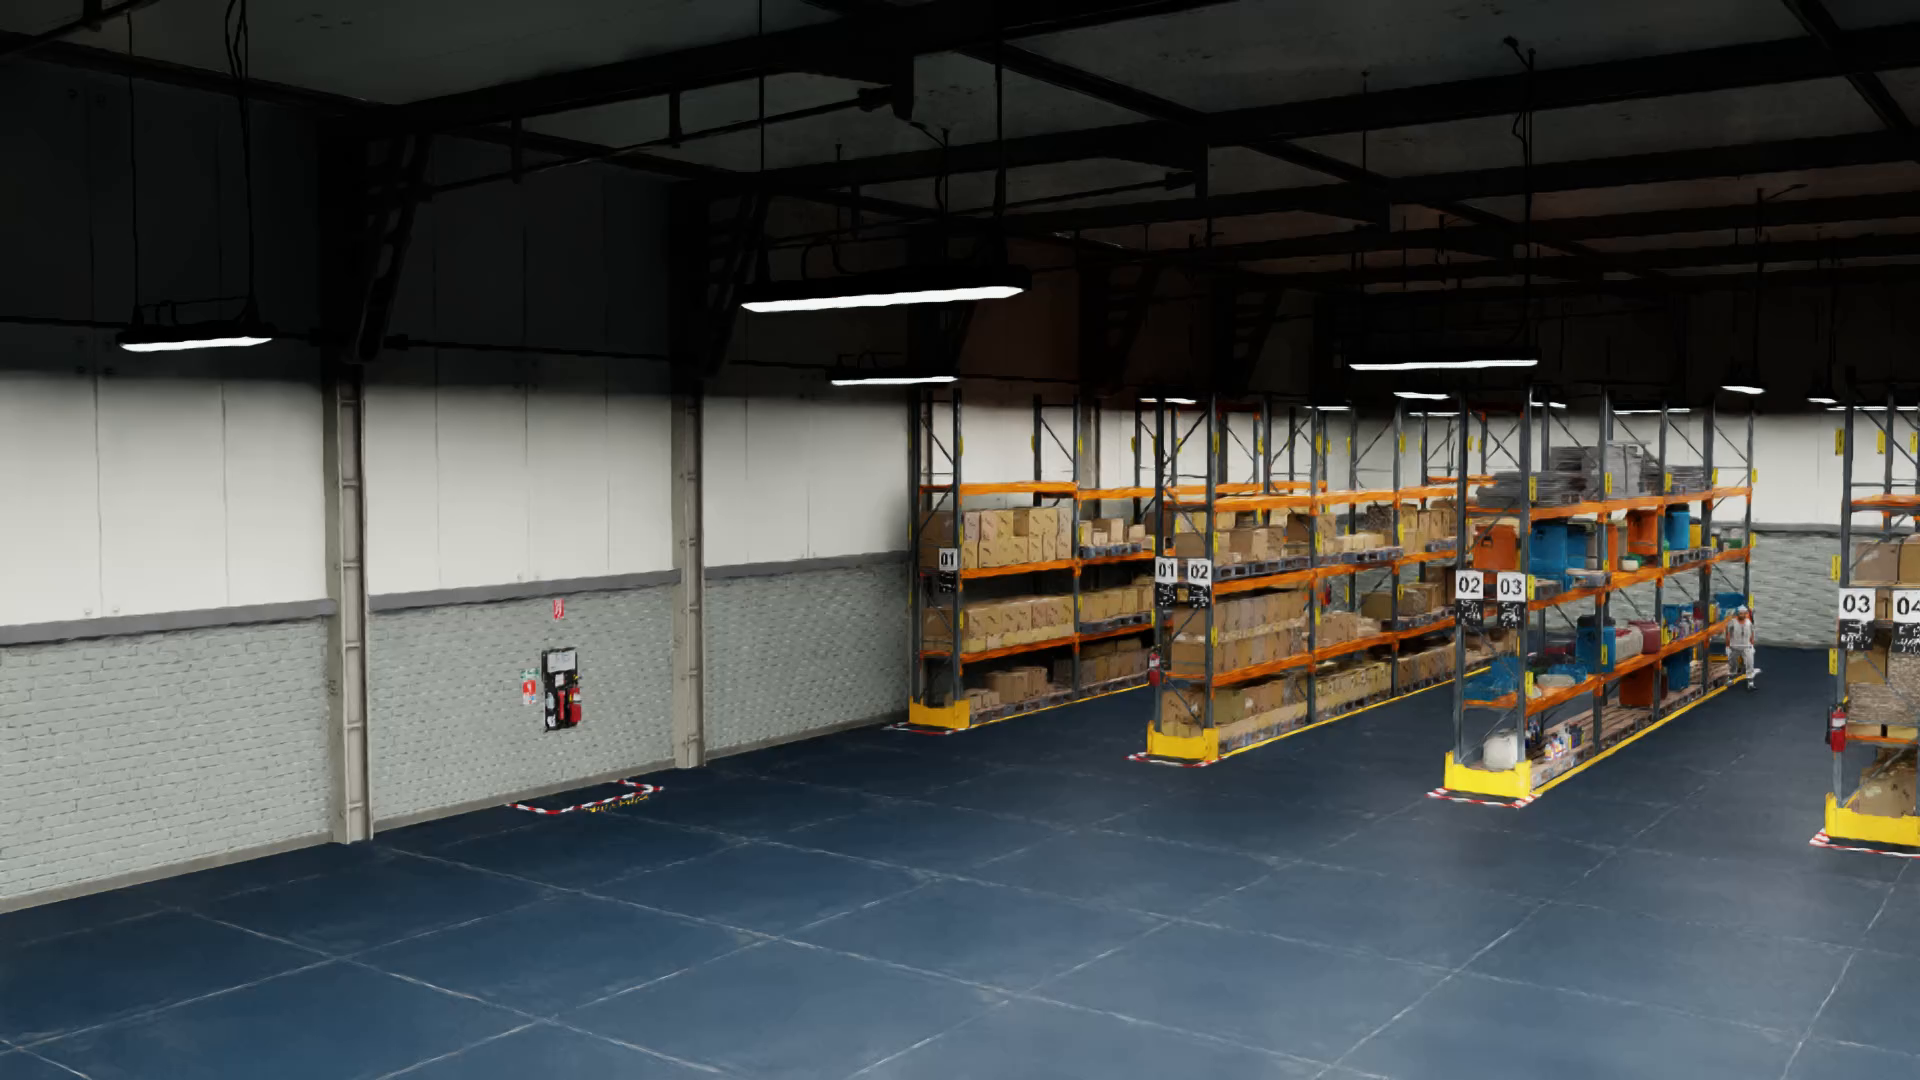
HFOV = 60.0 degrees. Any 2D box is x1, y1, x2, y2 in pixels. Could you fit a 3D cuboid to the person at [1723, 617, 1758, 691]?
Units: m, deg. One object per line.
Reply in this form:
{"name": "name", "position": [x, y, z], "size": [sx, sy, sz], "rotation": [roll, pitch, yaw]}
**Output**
{"name": "person", "position": [15.963, 2.310, 34.038], "size": [0.537, 1.519, 0.959], "rotation": [1, 3, 13]}
